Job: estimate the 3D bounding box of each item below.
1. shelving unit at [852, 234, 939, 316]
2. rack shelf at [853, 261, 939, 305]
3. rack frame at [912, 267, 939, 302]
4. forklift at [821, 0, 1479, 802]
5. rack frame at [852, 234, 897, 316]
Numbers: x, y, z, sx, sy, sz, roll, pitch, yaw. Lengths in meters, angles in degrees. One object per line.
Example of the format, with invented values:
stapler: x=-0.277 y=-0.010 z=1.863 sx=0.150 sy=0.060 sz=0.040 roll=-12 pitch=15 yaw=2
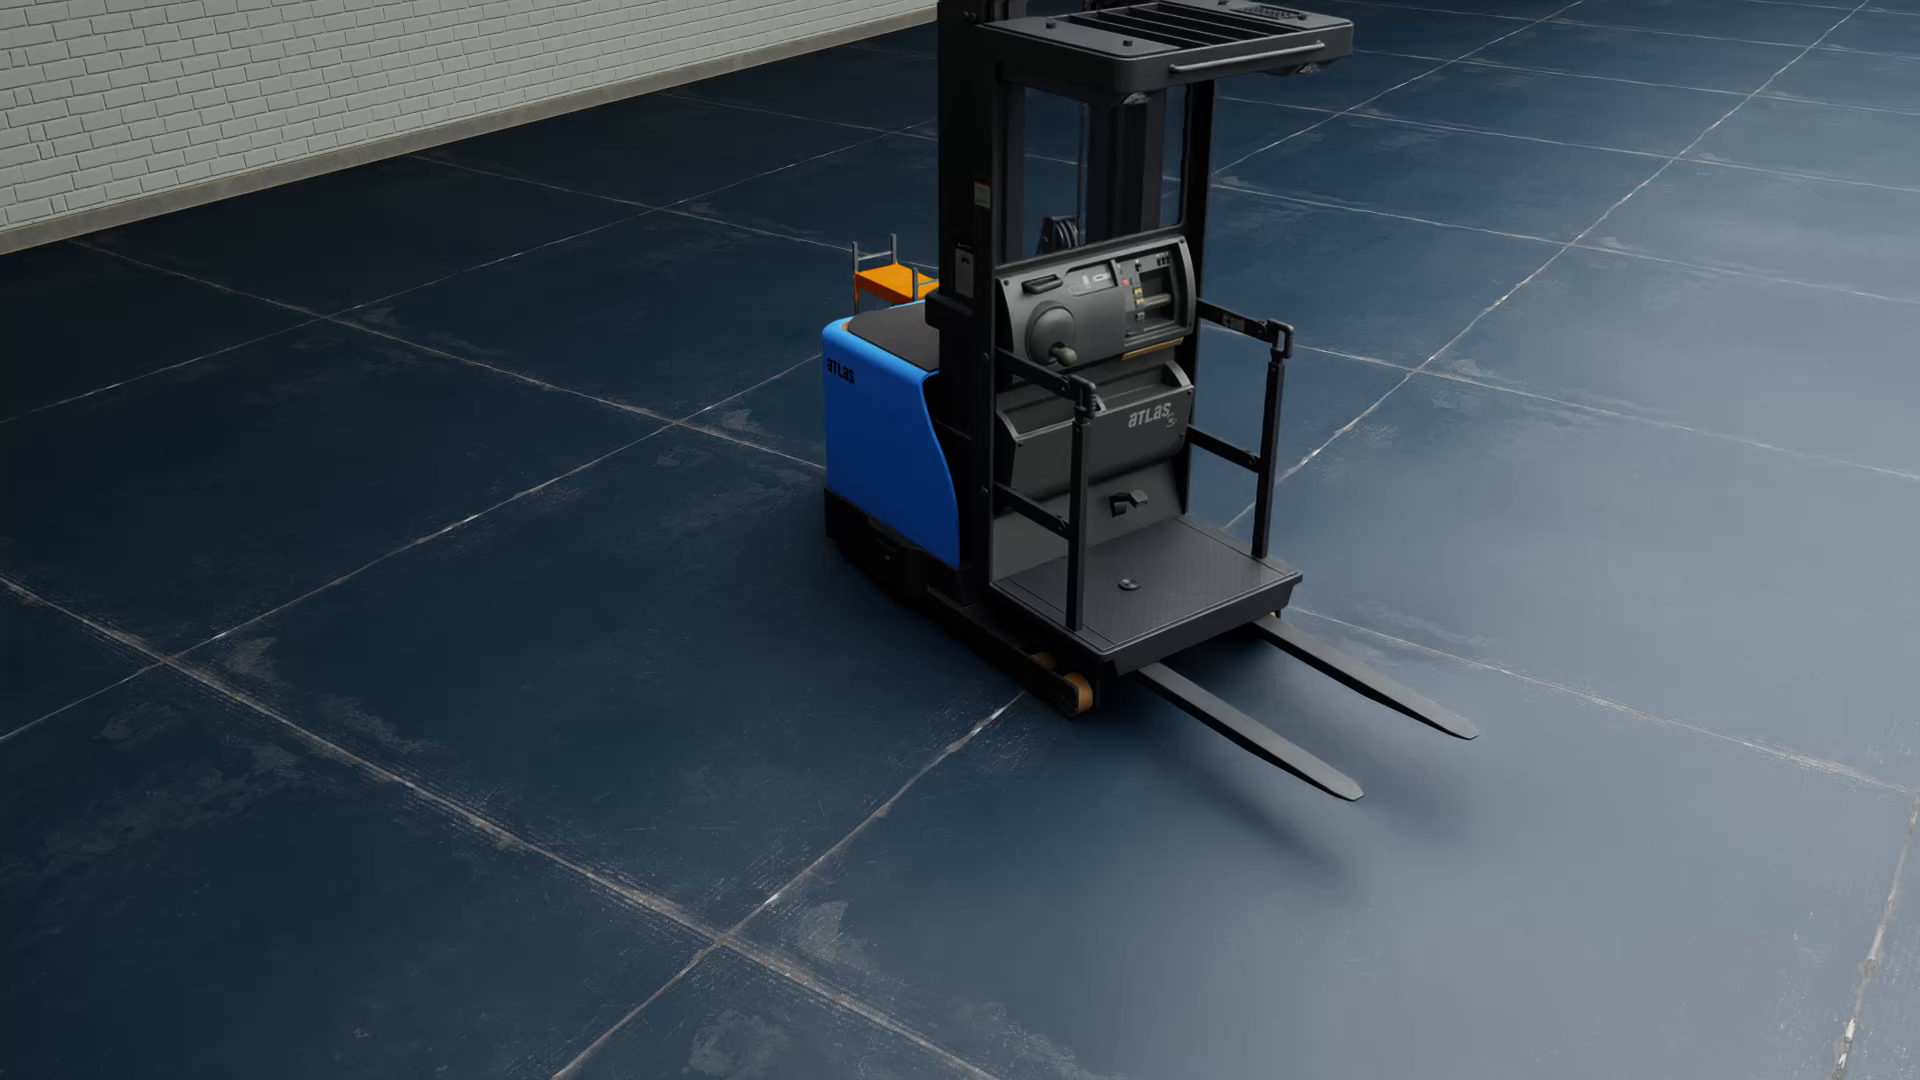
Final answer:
shelving unit: x=-0.261 y=-0.805 z=7.971 sx=0.258 sy=1.200 sz=0.503 roll=-19 pitch=32 yaw=-32
rack shelf: x=-0.261 y=-1.155 z=7.793 sx=0.258 sy=0.148 sz=0.480 roll=-19 pitch=32 yaw=-32
rack frame: x=-0.115 y=-0.716 z=7.797 sx=0.240 sy=1.200 sz=0.015 roll=-19 pitch=32 yaw=-32
forklift: x=0.667 y=-0.883 z=6.216 sx=1.130 sy=2.935 sz=3.031 roll=-19 pitch=32 yaw=-32
rack frame: x=-0.407 y=-0.893 z=8.146 sx=0.240 sy=1.200 sz=0.015 roll=-19 pitch=32 yaw=-32
